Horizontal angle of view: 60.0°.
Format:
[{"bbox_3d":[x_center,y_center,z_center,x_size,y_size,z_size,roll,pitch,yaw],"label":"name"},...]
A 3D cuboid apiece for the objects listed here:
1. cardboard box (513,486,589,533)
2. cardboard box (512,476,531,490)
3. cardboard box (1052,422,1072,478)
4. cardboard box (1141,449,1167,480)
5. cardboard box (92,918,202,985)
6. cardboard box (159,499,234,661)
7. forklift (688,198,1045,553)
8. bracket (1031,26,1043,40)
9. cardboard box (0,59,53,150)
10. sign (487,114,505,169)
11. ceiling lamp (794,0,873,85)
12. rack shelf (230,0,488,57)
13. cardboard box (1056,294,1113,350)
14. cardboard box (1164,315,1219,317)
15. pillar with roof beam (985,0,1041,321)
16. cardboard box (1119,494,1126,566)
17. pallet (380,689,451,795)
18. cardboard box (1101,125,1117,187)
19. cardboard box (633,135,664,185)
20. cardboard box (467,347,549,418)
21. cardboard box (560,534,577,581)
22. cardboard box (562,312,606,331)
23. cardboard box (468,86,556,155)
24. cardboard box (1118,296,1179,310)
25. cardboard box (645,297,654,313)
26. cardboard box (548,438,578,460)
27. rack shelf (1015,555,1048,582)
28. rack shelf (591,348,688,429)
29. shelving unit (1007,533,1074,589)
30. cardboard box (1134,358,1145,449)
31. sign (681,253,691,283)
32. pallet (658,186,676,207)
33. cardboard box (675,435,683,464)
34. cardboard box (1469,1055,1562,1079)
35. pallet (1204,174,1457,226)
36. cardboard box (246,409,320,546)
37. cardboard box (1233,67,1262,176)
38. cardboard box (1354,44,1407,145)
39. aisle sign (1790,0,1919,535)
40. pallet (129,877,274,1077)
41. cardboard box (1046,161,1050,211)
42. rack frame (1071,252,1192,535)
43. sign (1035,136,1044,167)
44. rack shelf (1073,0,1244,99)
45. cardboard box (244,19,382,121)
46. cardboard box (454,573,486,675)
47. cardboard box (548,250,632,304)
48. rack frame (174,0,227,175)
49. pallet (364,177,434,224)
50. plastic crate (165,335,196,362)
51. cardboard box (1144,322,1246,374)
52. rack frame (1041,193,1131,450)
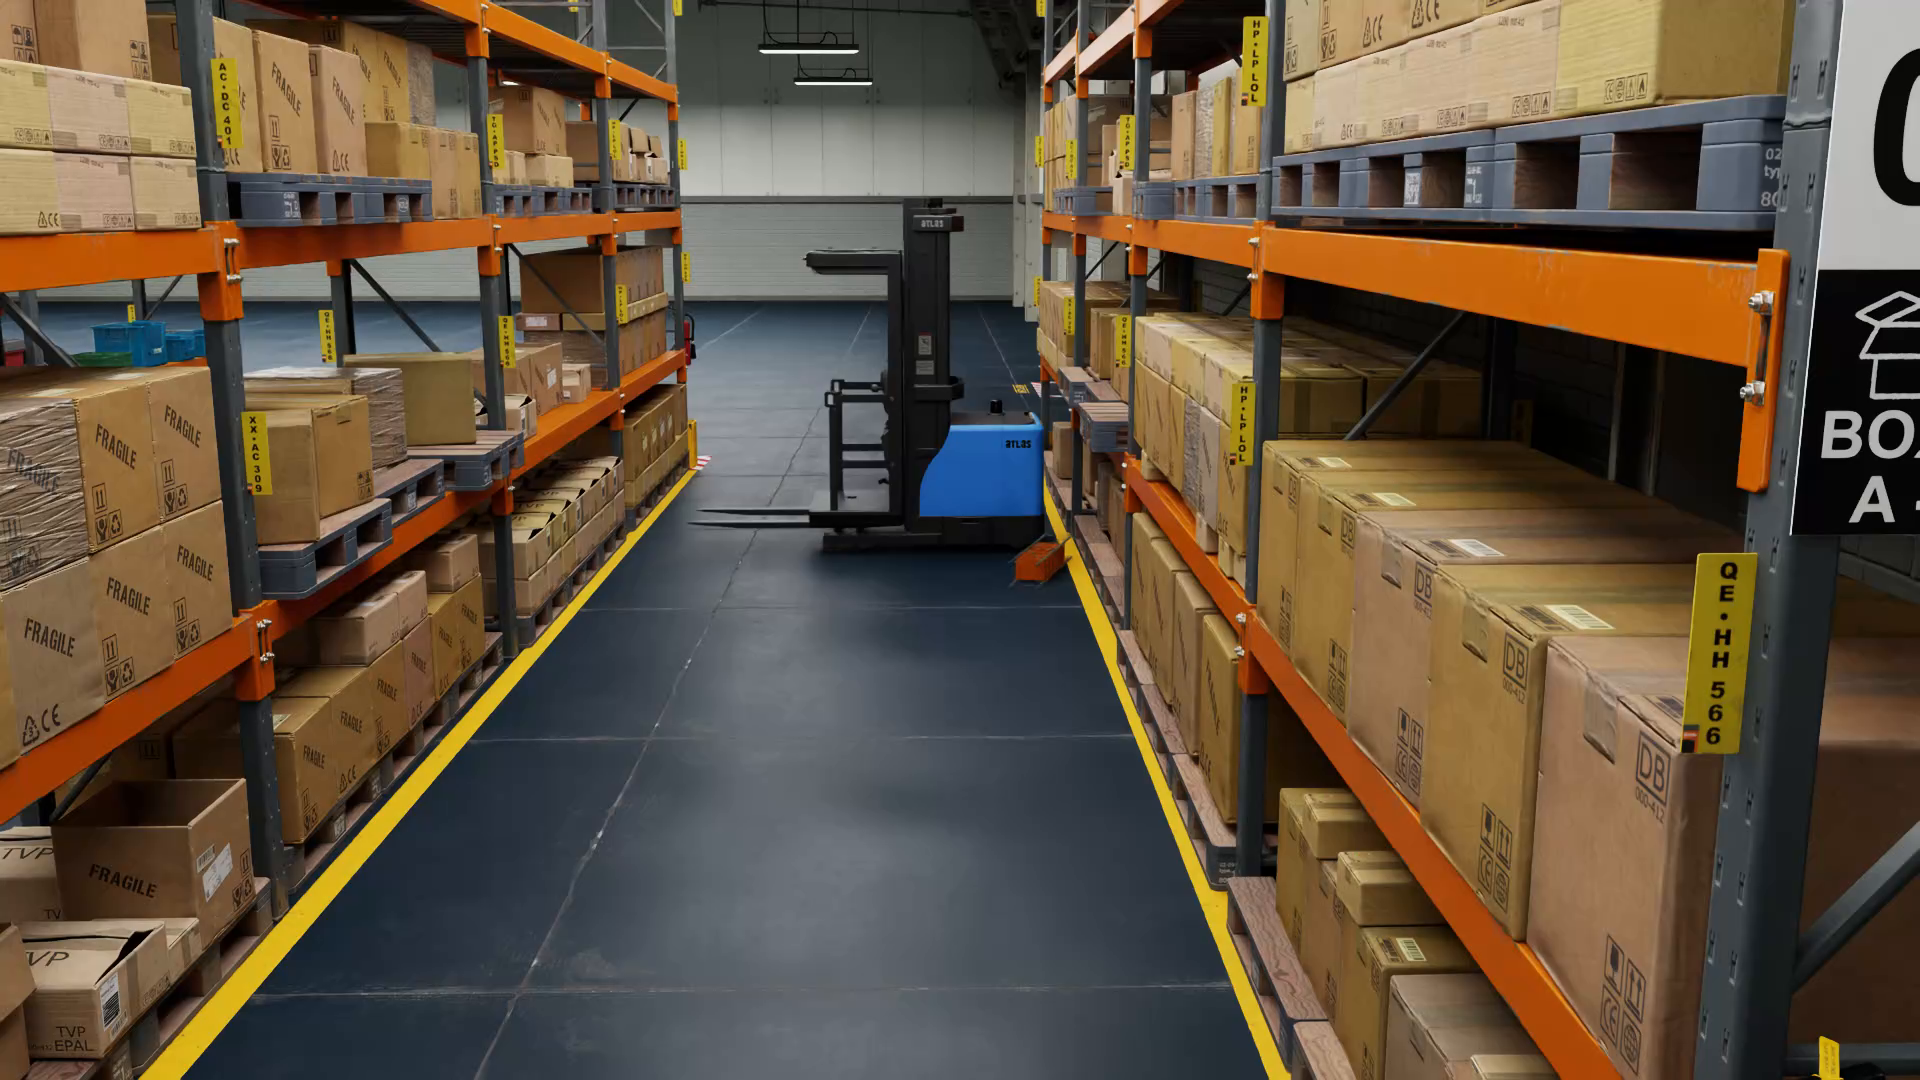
[{"bbox_3d":[-3.134,-0.251,12.701,0.500,0.311,0.500,0,11,-2],"label":"cardboard box"},{"bbox_3d":[-3.684,-0.347,13.175,0.500,0.311,0.500,-1,11,-3],"label":"cardboard box"},{"bbox_3d":[1.311,-0.909,16.677,0.700,0.500,0.500,-1,12,-5],"label":"cardboard box"},{"bbox_3d":[1.267,-0.443,9.778,0.380,0.149,0.250,0,11,1],"label":"cardboard box"},{"bbox_3d":[-2.932,1.458,5.890,0.380,0.149,0.250,0,11,-1],"label":"cardboard box"},{"bbox_3d":[-3.028,0.140,6.074,0.500,0.500,0.500,0,11,0],"label":"cardboard box"},{"bbox_3d":[-0.804,-1.433,14.251,3.031,2.935,1.130,0,11,-1],"label":"forklift"},{"bbox_3d":[1.570,-10.379,34.031,0.235,0.232,0.430,0,11,-1],"label":"bracket"},{"bbox_3d":[-2.999,-1.257,4.785,0.500,0.250,0.500,0,11,-1],"label":"cardboard box"},{"bbox_3d":[-2.835,-2.430,10.147,0.100,0.325,0.005,0,11,-1],"label":"sign"},{"bbox_3d":[-3.211,-13.156,42.093,2.000,3.185,0.800,0,11,-1],"label":"ceiling lamp"},{"bbox_3d":[-3.336,-2.699,8.043,1.077,0.370,4.000,0,11,-1],"label":"rack shelf"},{"bbox_3d":[1.157,-2.017,15.395,0.500,0.500,0.500,0,11,-1],"label":"cardboard box"},{"bbox_3d":[1.538,-1.377,10.811,0.380,0.149,0.250,-2,12,-9],"label":"cardboard box"},{"bbox_3d":[-2.511,-9.874,40.594,9.100,9.000,0.548,0,11,-1],"label":"pillar with roof beam"},{"bbox_3d":[1.575,-0.061,12.494,0.700,0.500,0.500,0,11,-1],"label":"cardboard box"},{"bbox_3d":[-3.378,1.053,8.840,1.003,0.211,1.213,0,11,-1],"label":"pallet"},{"bbox_3d":[1.423,-3.137,13.624,0.500,0.500,0.500,1,12,7],"label":"cardboard box"},{"bbox_3d":[-3.535,-3.976,17.399,0.797,0.503,0.637,1,11,3],"label":"cardboard box"},{"bbox_3d":[-3.440,-1.192,12.637,0.500,0.500,0.500,0,11,-1],"label":"cardboard box"},{"bbox_3d":[-3.123,0.129,12.240,0.500,0.250,0.500,-1,11,-3],"label":"cardboard box"},{"bbox_3d":[-3.272,-1.921,14.600,0.380,0.149,0.250,0,11,-1],"label":"cardboard box"},{"bbox_3d":[-3.452,-3.234,12.845,0.500,0.500,0.500,1,12,4],"label":"cardboard box"},{"bbox_3d":[1.691,-1.919,14.914,0.500,0.500,0.500,-1,11,-2],"label":"cardboard box"},{"bbox_3d":[-3.324,-2.382,16.871,0.380,0.149,0.250,0,11,1],"label":"cardboard box"},{"bbox_3d":[-3.687,-0.916,15.504,0.500,0.500,0.500,0,11,-1],"label":"cardboard box"},{"bbox_3d":[0.560,0.220,12.992,0.258,0.180,0.103,4,12,17],"label":"rack shelf"},{"bbox_3d":[-3.502,-1.545,16.438,1.077,0.370,4.000,0,11,-1],"label":"rack shelf"},{"bbox_3d":[0.653,0.158,13.287,0.258,0.189,1.200,4,12,17],"label":"shelving unit"},{"bbox_3d":[1.329,-0.833,10.069,0.500,0.500,0.500,0,11,1],"label":"cardboard box"},{"bbox_3d":[-3.000,-2.978,18.185,0.100,0.325,0.005,0,11,-1],"label":"sign"},{"bbox_3d":[-3.554,-3.581,17.344,1.003,0.211,1.213,0,11,-1],"label":"pallet"},{"bbox_3d":[-3.214,-0.948,17.549,0.500,0.250,0.500,0,11,-1],"label":"cardboard box"},{"bbox_3d":[1.435,1.352,3.952,0.380,0.149,0.250,0,11,0],"label":"cardboard box"},{"bbox_3d":[1.589,-1.489,7.291,0.805,0.209,1.217,-1,11,-3],"label":"pallet"},{"bbox_3d":[-3.081,-0.259,6.986,0.700,0.500,0.500,-4,12,-20],"label":"cardboard box"},{"bbox_3d":[1.673,-1.951,7.729,0.700,0.500,0.500,0,11,-2],"label":"cardboard box"},{"bbox_3d":[1.422,-1.240,4.653,0.500,0.250,0.500,-1,11,-3],"label":"cardboard box"},{"bbox_3d":[1.442,-0.394,2.418,0.394,0.787,0.004,0,11,-1],"label":"aisle sign"},{"bbox_3d":[-3.282,1.594,6.173,1.003,0.211,1.213,0,11,-1],"label":"pallet"},{"bbox_3d":[1.142,-3.670,17.261,0.500,0.500,0.500,1,11,3],"label":"cardboard box"},{"bbox_3d":[1.492,-1.521,14.511,1.000,3.000,0.127,0,11,-1],"label":"rack frame"},{"bbox_3d":[0.867,-4.212,18.034,0.100,0.325,0.005,0,11,-1],"label":"sign"},{"bbox_3d":[1.533,-3.515,12.066,1.077,0.370,4.000,0,11,-1],"label":"rack shelf"},{"bbox_3d":[-3.354,-2.424,8.653,0.500,0.500,0.500,0,11,-1],"label":"cardboard box"},{"bbox_3d":[-3.124,0.490,9.781,0.500,0.500,0.500,0,11,1],"label":"cardboard box"},{"bbox_3d":[-3.497,-2.473,15.689,0.700,0.500,0.500,0,11,-1],"label":"cardboard box"},{"bbox_3d":[-3.295,-2.850,5.972,1.000,3.000,0.127,0,11,-1],"label":"rack frame"},{"bbox_3d":[-3.263,-1.624,7.946,1.213,0.211,1.003,0,11,-1],"label":"pallet"},{"bbox_3d":[-8.178,-1.975,17.124,0.499,0.251,0.408,0,11,-1],"label":"plastic crate"},{"bbox_3d":[1.338,-1.100,9.499,0.500,0.250,0.500,0,11,-2],"label":"cardboard box"},{"bbox_3d":[1.409,-2.316,18.430,1.000,3.000,0.127,0,11,-1],"label":"rack frame"}]
